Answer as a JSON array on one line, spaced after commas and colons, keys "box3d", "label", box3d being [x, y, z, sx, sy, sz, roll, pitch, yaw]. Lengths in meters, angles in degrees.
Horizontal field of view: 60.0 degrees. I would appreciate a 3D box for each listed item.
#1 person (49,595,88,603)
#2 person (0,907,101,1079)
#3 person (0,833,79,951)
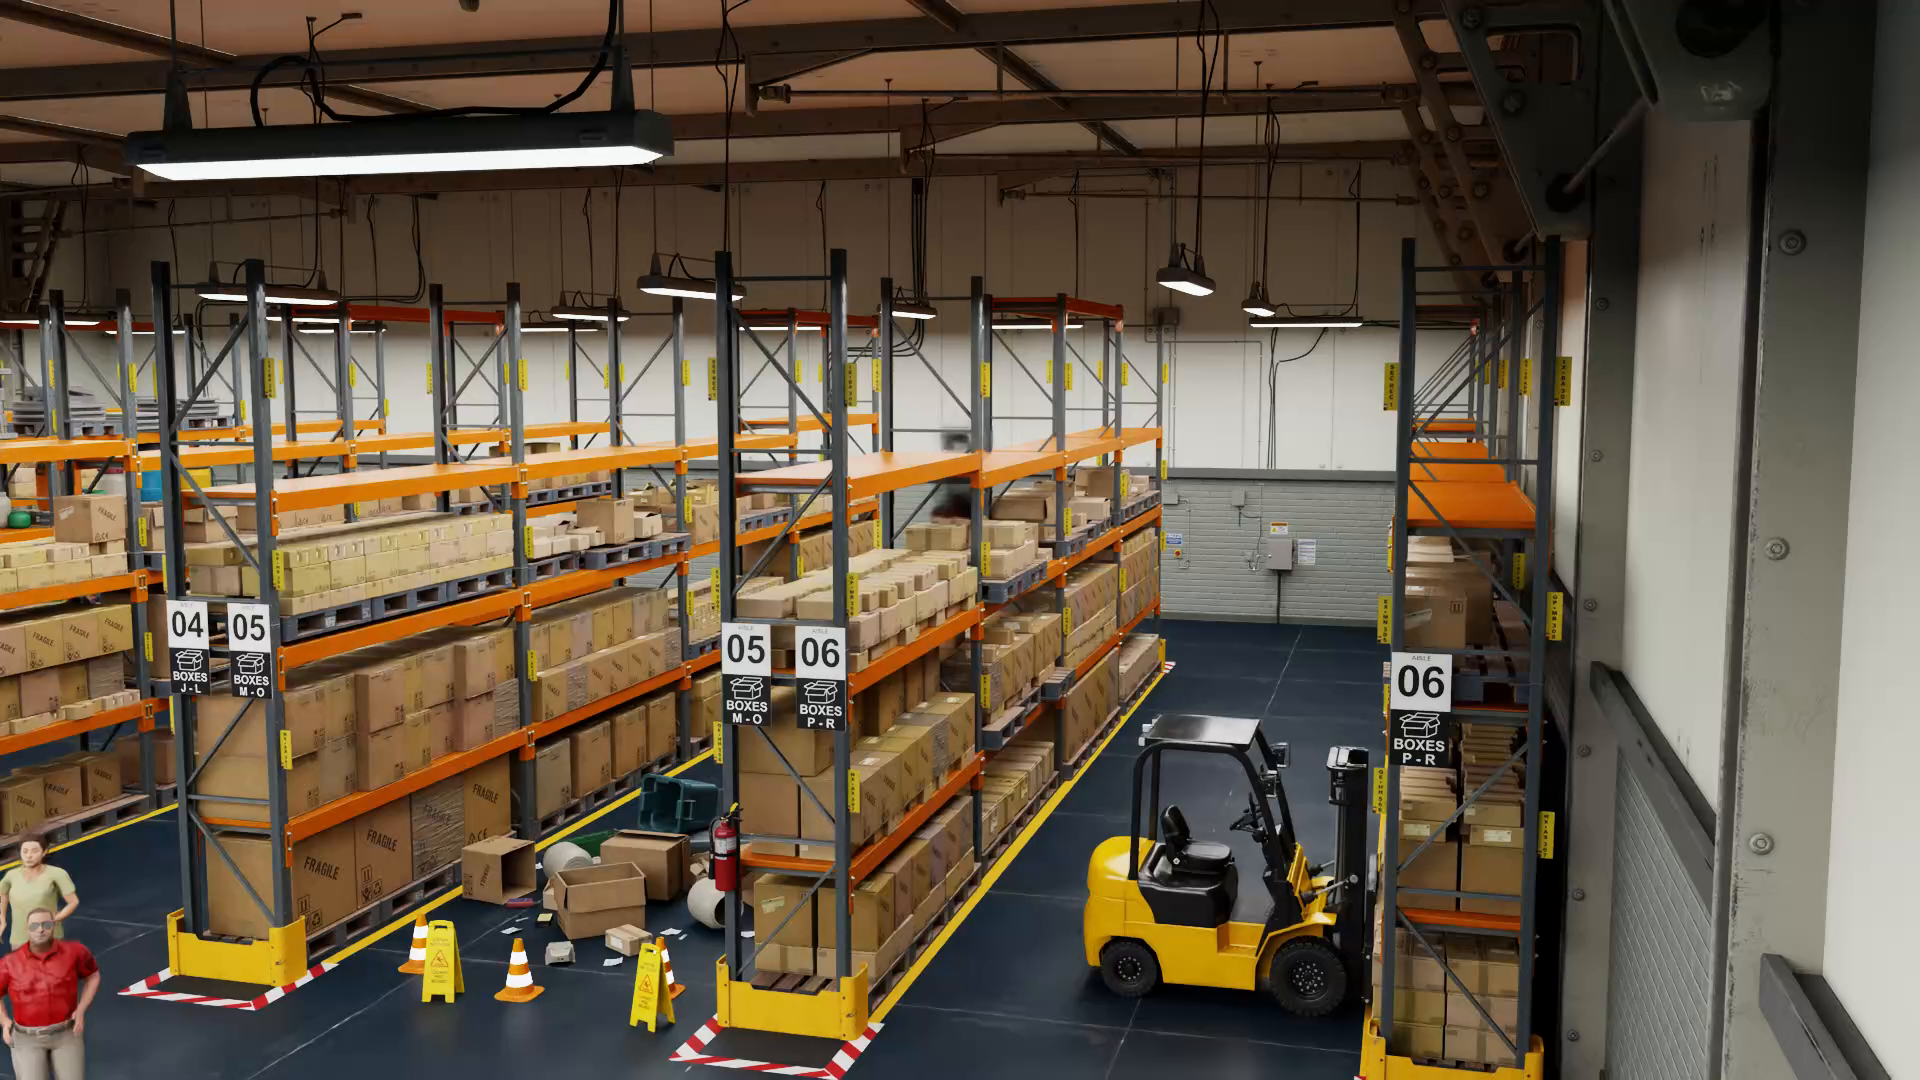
[{"box3d": [-15.418, 1.337, 28.694, 0.615, 1.732, 0.738, 1, 6, 10], "label": "person"}, {"box3d": [-5.895, 3.200, 10.728, 0.661, 1.673, 0.585, -3, 7, -29], "label": "person"}, {"box3d": [-6.922, 3.013, 12.490, 0.593, 1.670, 0.898, -2, 6, -17], "label": "person"}]
